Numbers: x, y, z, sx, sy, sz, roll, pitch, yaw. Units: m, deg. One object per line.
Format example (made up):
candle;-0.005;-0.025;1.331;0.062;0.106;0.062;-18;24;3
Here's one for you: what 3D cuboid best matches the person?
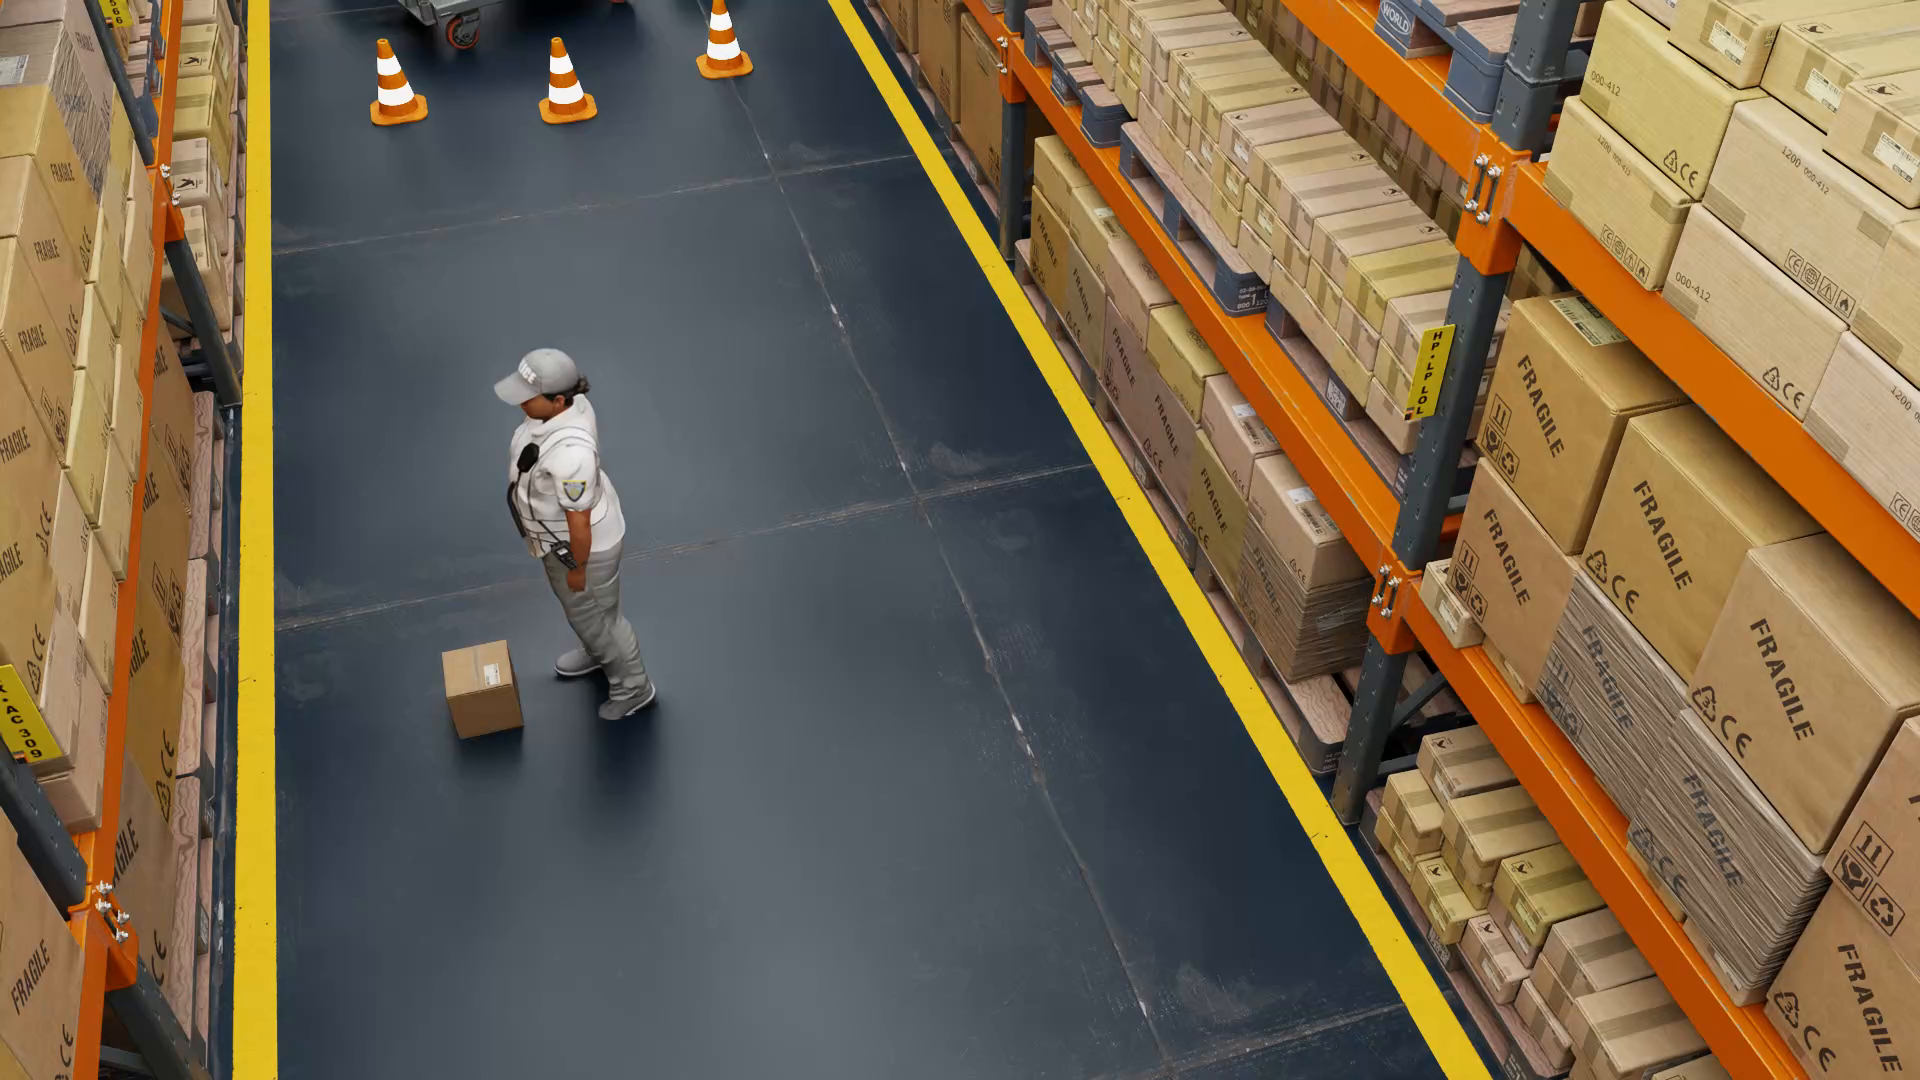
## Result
person;-1.436;0.007;6.196;0.387;1.715;0.469;-11;44;-12
